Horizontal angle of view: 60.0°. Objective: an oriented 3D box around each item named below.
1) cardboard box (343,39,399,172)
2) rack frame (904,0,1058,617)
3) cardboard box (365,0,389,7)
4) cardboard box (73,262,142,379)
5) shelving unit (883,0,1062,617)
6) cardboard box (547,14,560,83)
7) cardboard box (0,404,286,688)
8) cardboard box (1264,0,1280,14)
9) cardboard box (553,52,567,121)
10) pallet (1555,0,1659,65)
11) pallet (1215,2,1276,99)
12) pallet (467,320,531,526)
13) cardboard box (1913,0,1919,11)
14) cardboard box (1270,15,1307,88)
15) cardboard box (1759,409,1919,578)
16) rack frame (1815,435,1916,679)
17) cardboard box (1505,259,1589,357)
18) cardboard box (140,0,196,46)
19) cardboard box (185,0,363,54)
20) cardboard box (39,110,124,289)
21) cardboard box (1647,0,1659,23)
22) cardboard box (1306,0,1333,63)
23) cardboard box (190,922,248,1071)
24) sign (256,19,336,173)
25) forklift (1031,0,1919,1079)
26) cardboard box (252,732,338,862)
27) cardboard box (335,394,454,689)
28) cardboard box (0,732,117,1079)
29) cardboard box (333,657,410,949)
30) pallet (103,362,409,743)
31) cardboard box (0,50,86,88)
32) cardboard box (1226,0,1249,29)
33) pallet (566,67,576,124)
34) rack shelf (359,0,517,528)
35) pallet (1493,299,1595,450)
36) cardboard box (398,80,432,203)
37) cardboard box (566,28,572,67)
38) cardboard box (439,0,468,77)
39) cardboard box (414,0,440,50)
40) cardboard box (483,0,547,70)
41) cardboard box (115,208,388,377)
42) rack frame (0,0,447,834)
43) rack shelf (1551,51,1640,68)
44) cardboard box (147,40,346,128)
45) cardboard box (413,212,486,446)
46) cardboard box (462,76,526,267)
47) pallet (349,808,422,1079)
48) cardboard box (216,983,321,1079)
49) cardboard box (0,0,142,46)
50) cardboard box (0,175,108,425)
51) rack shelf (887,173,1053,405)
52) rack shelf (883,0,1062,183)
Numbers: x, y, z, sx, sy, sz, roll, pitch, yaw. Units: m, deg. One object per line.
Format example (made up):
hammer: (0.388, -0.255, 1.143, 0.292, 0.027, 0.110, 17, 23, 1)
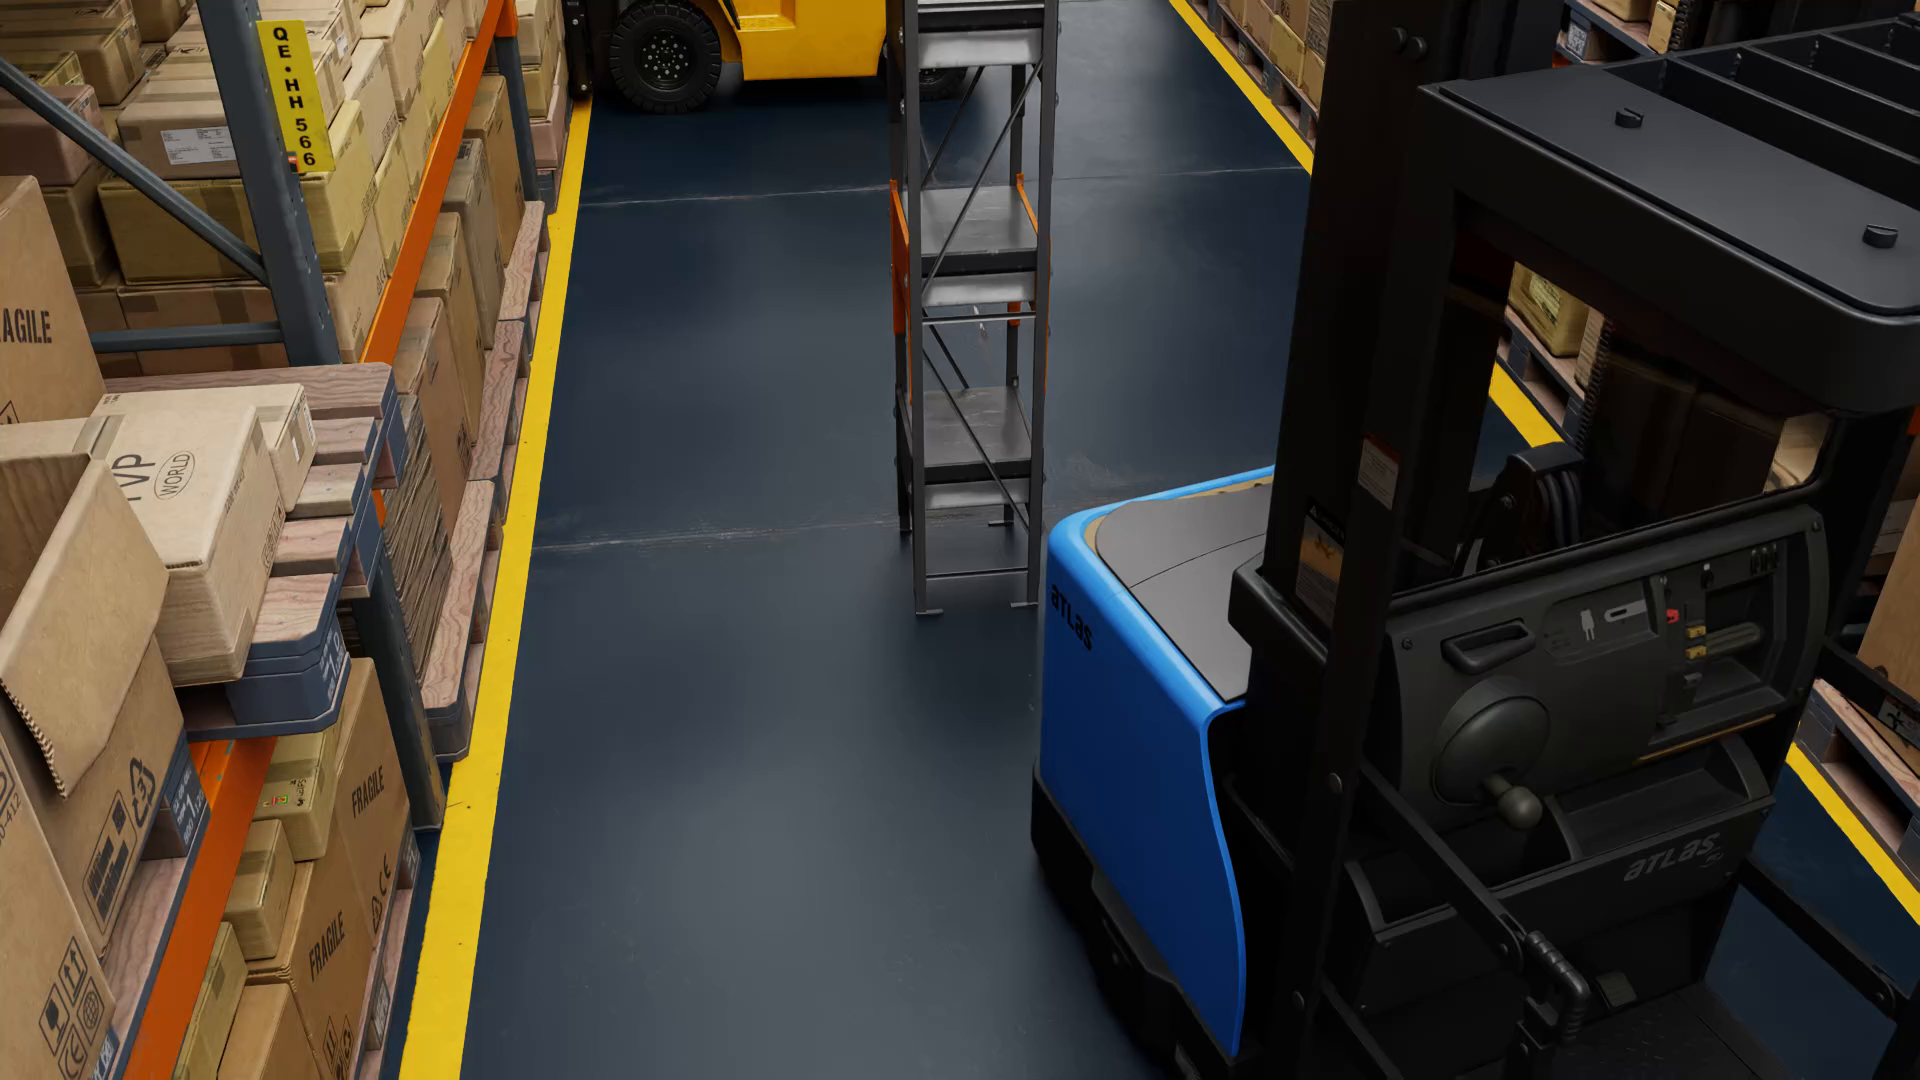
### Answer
cardboard box: (-1.814, -1.125, 4.427, 0.500, 0.250, 0.500, -3, 34, -5)
rack frame: (0.055, -0.639, 4.823, 0.400, 2.100, 0.015, -4, 35, -6)
cardboard box: (-1.865, -1.664, 4.863, 0.380, 0.149, 0.250, -4, 34, -5)
cardboard box: (-2.244, -0.604, 4.106, 0.500, 0.250, 0.500, -5, 35, -7)
shelving unit: (0.022, -0.775, 5.023, 0.431, 2.100, 0.503, -4, 35, -6)
cardboard box: (-2.297, -2.485, 8.358, 0.500, 0.250, 0.500, -5, 35, -7)
cardboard box: (-1.468, 0.018, 2.821, 0.500, 0.250, 0.500, -6, 35, -9)
cardboard box: (1.965, -3.270, 9.288, 0.500, 0.500, 0.500, -3, 34, -4)
cardboard box: (-2.289, -2.282, 8.503, 0.500, 0.250, 0.500, -5, 35, -7)
pallet: (2.681, -1.835, 5.950, 1.003, 0.211, 1.213, -4, 35, -6)
pallet: (2.157, -2.947, 9.887, 1.003, 0.211, 1.213, -4, 35, -6)
pallet: (-2.163, -0.424, 6.185, 1.003, 0.211, 1.213, -4, 35, -6)
cardboard box: (2.651, -1.383, 4.390, 0.500, 0.500, 0.500, -5, 35, -8)
cardboard box: (2.022, -2.688, 9.100, 0.500, 0.250, 0.500, -5, 35, -8)
cardboard box: (2.922, -0.217, 5.365, 0.950, 0.372, 0.625, -7, 35, -10)
rack frame: (2.988, -0.813, 4.279, 1.000, 3.000, 0.127, -4, 35, -6)
cardboard box: (2.718, -1.051, 6.590, 0.950, 0.372, 0.625, -3, 34, -5)
cardboard box: (-2.401, -1.374, 4.792, 0.500, 0.250, 0.500, -5, 35, -7)
cardboard box: (-1.826, -1.380, 4.446, 0.380, 0.149, 0.250, -4, 34, -6)
cardboard box: (-2.266, -0.809, 3.963, 0.500, 0.250, 0.500, -4, 34, -5)
cardboard box: (2.539, -1.772, 5.537, 0.380, 0.149, 0.250, -4, 34, -6)
cardboard box: (2.104, -2.702, 8.454, 0.500, 0.500, 0.500, -5, 35, -7)
cardboard box: (-1.563, 0.864, 3.089, 0.380, 0.149, 0.250, -3, 34, -5)
sign: (-1.394, -0.927, 3.489, 0.100, 0.325, 0.005, -4, 35, -6)
forklift: (1.228, 0.282, 2.733, 1.130, 2.935, 3.031, -13, 36, -19)
cardboard box: (-1.545, 0.563, 3.531, 0.380, 0.149, 0.250, -6, 35, -9)
cardboard box: (-2.001, 0.024, 4.787, 0.875, 0.625, 0.625, -3, 34, -5)
cardboard box: (-1.411, 0.569, 1.790, 0.700, 0.500, 0.500, -5, 35, -7)
cardboard box: (-1.660, 0.644, 3.988, 0.500, 0.500, 0.500, -3, 34, -5)
pallet: (-1.770, 0.017, 3.231, 1.213, 0.211, 1.003, -4, 35, -6)
cardboard box: (-2.320, -1.048, 3.960, 0.380, 0.149, 0.250, -4, 34, -5)
cardboard box: (1.893, -3.254, 9.931, 0.500, 0.250, 0.500, -2, 34, -3)
pallet: (-2.701, -2.644, 9.442, 1.003, 0.211, 1.213, -4, 35, -6)
rack shelf: (-2.199, -1.254, 5.565, 1.077, 0.370, 4.000, -4, 35, -6)
pallet: (2.723, -0.776, 6.701, 1.003, 0.211, 1.213, -4, 35, -6)
cardboard box: (-1.887, -1.207, 4.991, 0.500, 0.250, 0.500, -5, 35, -8)
cardboard box: (-2.422, -2.852, 9.340, 0.500, 0.250, 0.500, -3, 34, -5)
cardboard box: (-2.032, -1.784, 5.838, 0.500, 0.250, 0.500, -4, 34, -6)
cardboard box: (-1.960, -1.702, 5.273, 0.500, 0.250, 0.500, -4, 34, -6)
cardboard box: (-2.222, -2.411, 7.805, 0.500, 0.250, 0.500, -5, 35, -7)
cardboard box: (-1.748, -0.639, 4.157, 0.500, 0.250, 0.500, -4, 35, -6)
rack frame: (-1.930, -0.435, 3.725, 1.000, 3.000, 0.127, -4, 35, -6)
rack shelf: (2.719, -1.632, 6.120, 1.077, 0.370, 4.000, -4, 35, -6)
cardboard box: (-1.718, -1.093, 4.026, 0.380, 0.149, 0.250, -4, 34, -5)
cardboard box: (-2.187, -0.716, 5.873, 0.875, 0.625, 0.625, -6, 35, -8)
cardboard box: (-2.387, -1.569, 7.124, 0.875, 0.625, 0.625, -3, 34, -4)
pallet: (-1.867, 1.137, 3.894, 1.003, 0.211, 1.213, -4, 35, -6)
cardboard box: (-1.530, 1.216, 3.149, 0.500, 0.500, 0.500, -3, 34, -4)
cardboard box: (-2.397, -1.329, 4.372, 0.380, 0.149, 0.250, -5, 35, -7)
cardboard box: (-2.016, -0.351, 3.139, 0.500, 0.500, 0.500, -3, 34, -4)
rack shelf: (0.022, -0.764, 5.031, 0.431, 0.518, 0.480, -4, 35, -6)
rack shelf: (0.022, -1.342, 4.637, 0.431, 0.518, 0.480, -4, 35, -6)
